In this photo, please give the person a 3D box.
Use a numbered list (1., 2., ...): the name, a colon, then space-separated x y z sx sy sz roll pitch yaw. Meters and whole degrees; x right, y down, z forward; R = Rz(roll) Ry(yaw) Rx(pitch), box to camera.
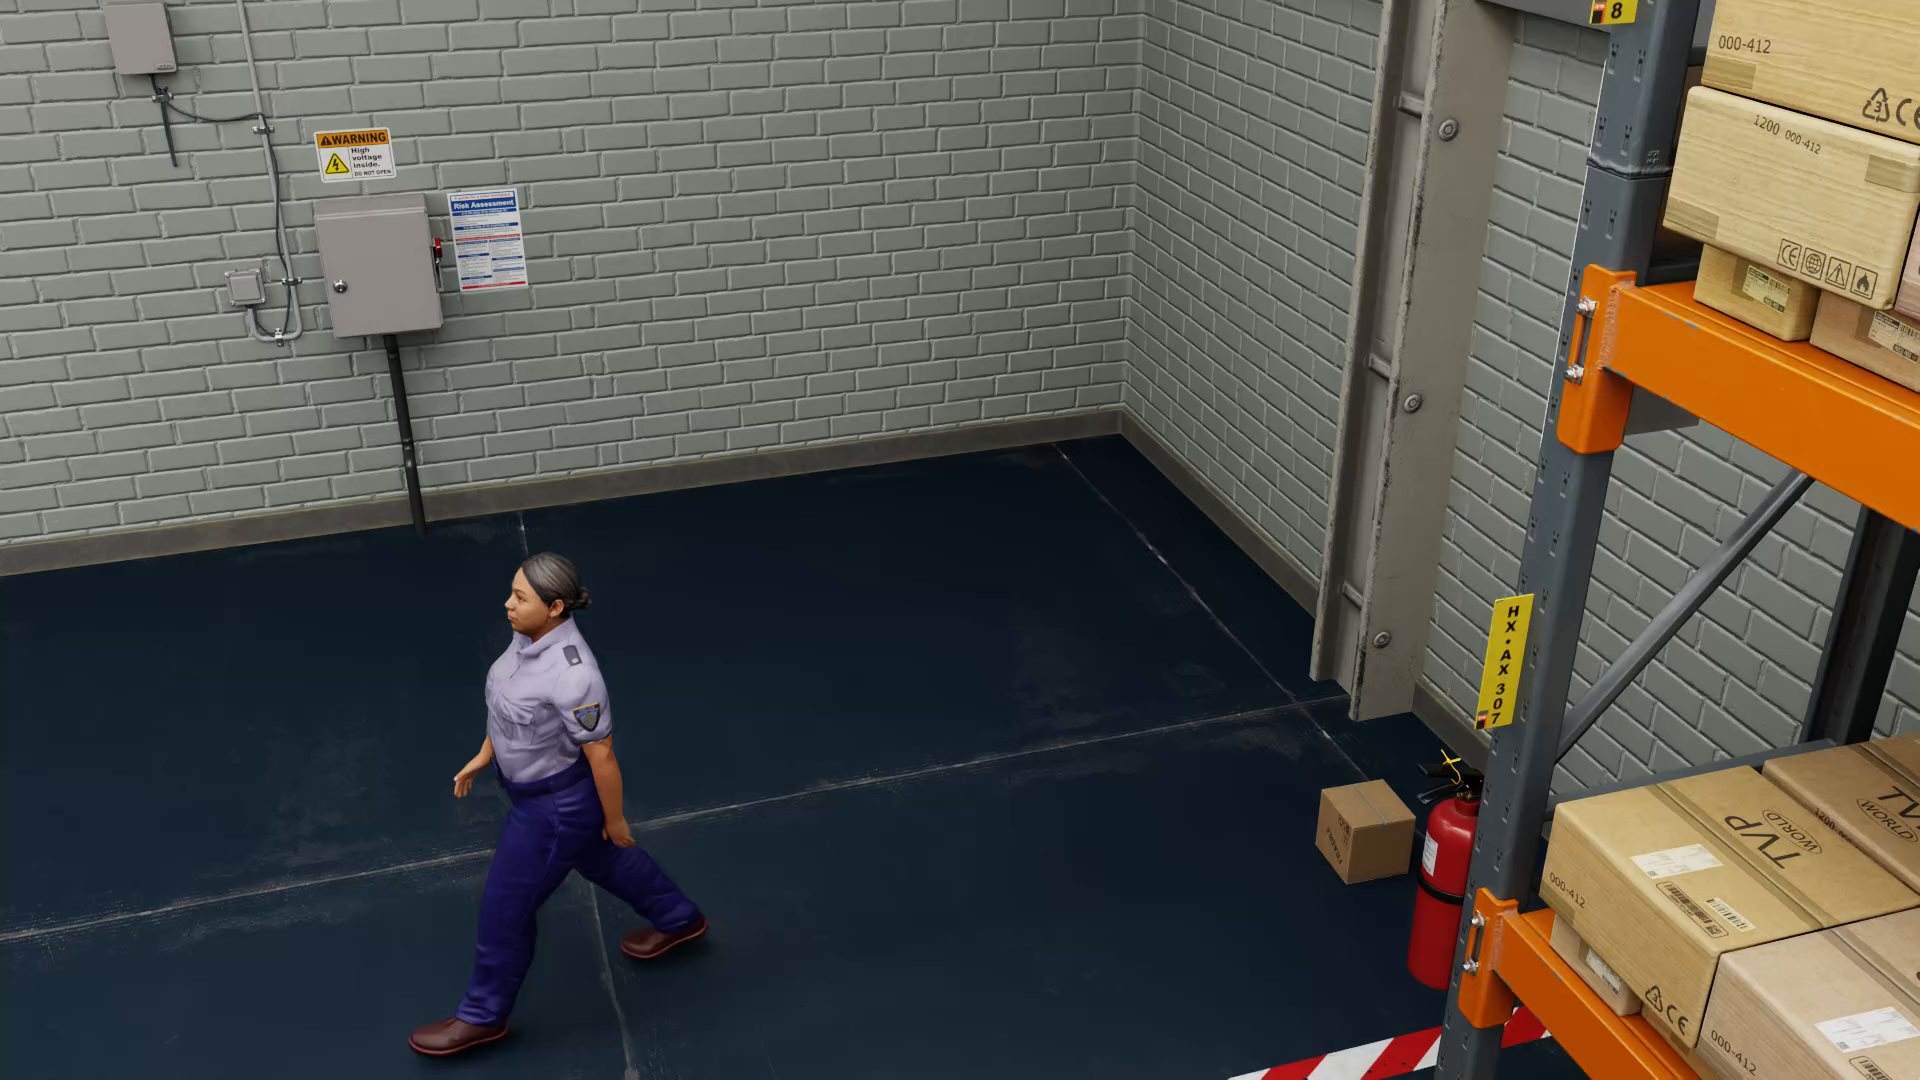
1. person: -1.293 0.764 5.094 0.996 1.588 0.478 -10 28 -19
